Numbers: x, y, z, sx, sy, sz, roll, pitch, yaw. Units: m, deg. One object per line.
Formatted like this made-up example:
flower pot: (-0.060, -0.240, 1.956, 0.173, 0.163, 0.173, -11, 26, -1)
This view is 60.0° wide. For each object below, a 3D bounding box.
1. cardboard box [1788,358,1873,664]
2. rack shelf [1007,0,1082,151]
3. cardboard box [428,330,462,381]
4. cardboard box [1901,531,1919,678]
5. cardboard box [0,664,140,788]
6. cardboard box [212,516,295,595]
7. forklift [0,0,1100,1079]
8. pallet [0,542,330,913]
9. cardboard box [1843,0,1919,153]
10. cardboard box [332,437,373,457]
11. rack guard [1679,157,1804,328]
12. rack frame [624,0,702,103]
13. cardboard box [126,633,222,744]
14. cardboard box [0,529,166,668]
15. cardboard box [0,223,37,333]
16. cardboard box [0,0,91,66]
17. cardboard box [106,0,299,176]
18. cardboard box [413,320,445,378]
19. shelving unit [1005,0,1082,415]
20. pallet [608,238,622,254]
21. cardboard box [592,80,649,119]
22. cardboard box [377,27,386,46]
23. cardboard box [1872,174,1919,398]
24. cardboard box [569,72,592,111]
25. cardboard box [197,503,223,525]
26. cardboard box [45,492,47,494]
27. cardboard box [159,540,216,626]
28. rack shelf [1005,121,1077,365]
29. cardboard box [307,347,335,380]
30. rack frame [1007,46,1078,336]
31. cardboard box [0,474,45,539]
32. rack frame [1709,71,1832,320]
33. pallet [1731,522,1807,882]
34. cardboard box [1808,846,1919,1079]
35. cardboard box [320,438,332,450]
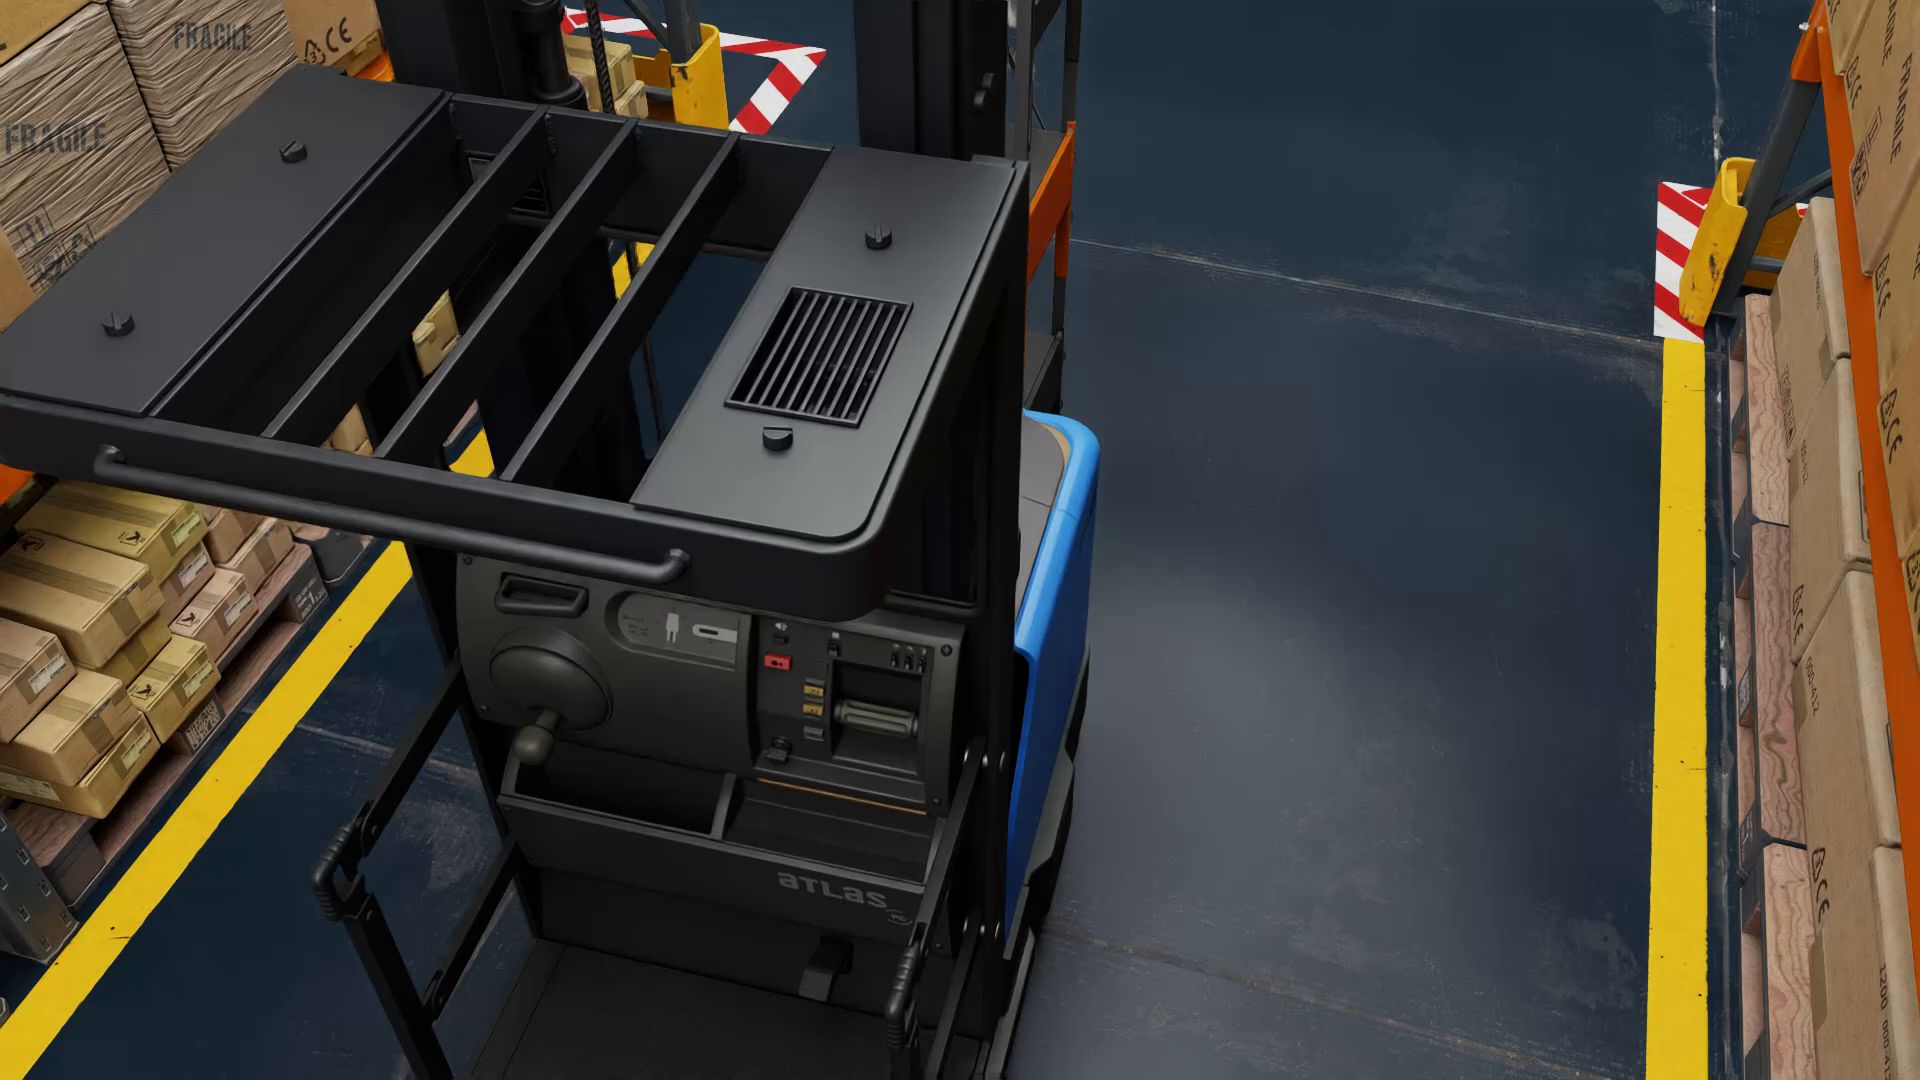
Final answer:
cardboard box: (2.849, 0.001, 4.635, 0.875, 0.438, 0.875, 14, 46, 14)
rack shelf: (0.050, -1.351, 4.148, 0.431, 0.518, 0.480, 13, 46, 13)
cardboard box: (-1.812, -0.675, 5.533, 0.380, 0.149, 0.250, 13, 46, 13)
cardboard box: (2.059, 0.086, 2.946, 0.500, 0.500, 0.500, 11, 46, 12)
cardboard box: (-2.322, 0.437, 4.184, 0.380, 0.149, 0.250, 14, 46, 14)
cardboard box: (-2.185, 0.008, 4.835, 0.380, 0.149, 0.250, 12, 46, 12)
forklift: (-0.506, 0.346, 2.800, 1.130, 2.935, 3.031, 10, 45, 10)
pallet: (-2.567, 0.390, 4.701, 1.003, 0.211, 1.213, 13, 46, 13)
cardboard box: (2.677, -1.271, 4.332, 0.500, 0.500, 0.500, 12, 46, 12)
cardboard box: (-1.966, -0.331, 5.182, 0.380, 0.149, 0.250, 11, 46, 11)
rack guard: (3.230, -0.960, 5.873, 1.175, 0.500, 0.348, 13, 46, 13)
rack frame: (-1.526, -2.818, 5.985, 1.000, 3.000, 0.127, 13, 46, 13)
cardboard box: (-2.240, 0.365, 4.470, 0.380, 0.149, 0.250, 14, 46, 14)
cardboard box: (-2.295, 0.148, 4.267, 0.380, 0.149, 0.250, 15, 46, 14)
cardboard box: (-2.347, -0.571, 3.404, 0.500, 0.500, 0.500, 12, 46, 12)
cardboard box: (-2.226, -1.249, 3.383, 0.500, 0.500, 0.500, 11, 45, 11)
cardboard box: (-2.017, -1.230, 4.078, 0.500, 0.500, 0.500, 12, 46, 12)
cardboard box: (-1.866, -0.592, 5.236, 0.380, 0.149, 0.250, 13, 46, 13)
shelving unit: (0.050, -0.861, 4.628, 0.431, 2.100, 0.503, 13, 46, 13)
pallet: (-1.828, -1.237, 6.363, 1.003, 0.211, 1.213, 13, 46, 13)
cardboard box: (-1.414, -1.643, 6.310, 0.380, 0.149, 0.250, 11, 46, 11)
cardboard box: (-1.829, -1.611, 4.931, 0.380, 0.149, 0.250, 11, 45, 11)
cardboard box: (2.370, -0.598, 3.645, 0.500, 0.500, 0.500, 14, 46, 14)
cardboard box: (-1.575, -1.600, 6.053, 0.380, 0.149, 0.250, 13, 46, 13)
cardboard box: (-2.209, -0.210, 4.633, 0.380, 0.149, 0.250, 11, 46, 11)
cardboard box: (-2.641, -0.178, 4.813, 0.380, 0.149, 0.250, 13, 46, 13)
cardboard box: (-2.292, 0.079, 4.550, 0.380, 0.149, 0.250, 12, 46, 12)
rack shelf: (0.050, -0.851, 4.638, 0.431, 0.518, 0.480, 13, 46, 13)
cardboard box: (-2.050, -0.562, 4.992, 0.380, 0.149, 0.250, 11, 45, 11)
rack frame: (0.124, -1.023, 4.795, 0.400, 2.100, 0.015, 13, 46, 13)
cardboard box: (-2.769, -0.134, 4.555, 0.380, 0.149, 0.250, 12, 46, 12)
rack frame: (3.222, -1.837, 4.983, 1.000, 3.000, 0.127, 13, 46, 13)
pallet: (2.684, 0.520, 4.568, 1.003, 0.211, 1.213, 13, 46, 12)
cardboard box: (2.304, 1.199, 3.412, 0.875, 0.438, 0.875, 12, 46, 12)
cardboard box: (-2.102, -0.279, 4.915, 0.380, 0.149, 0.250, 15, 46, 14)
